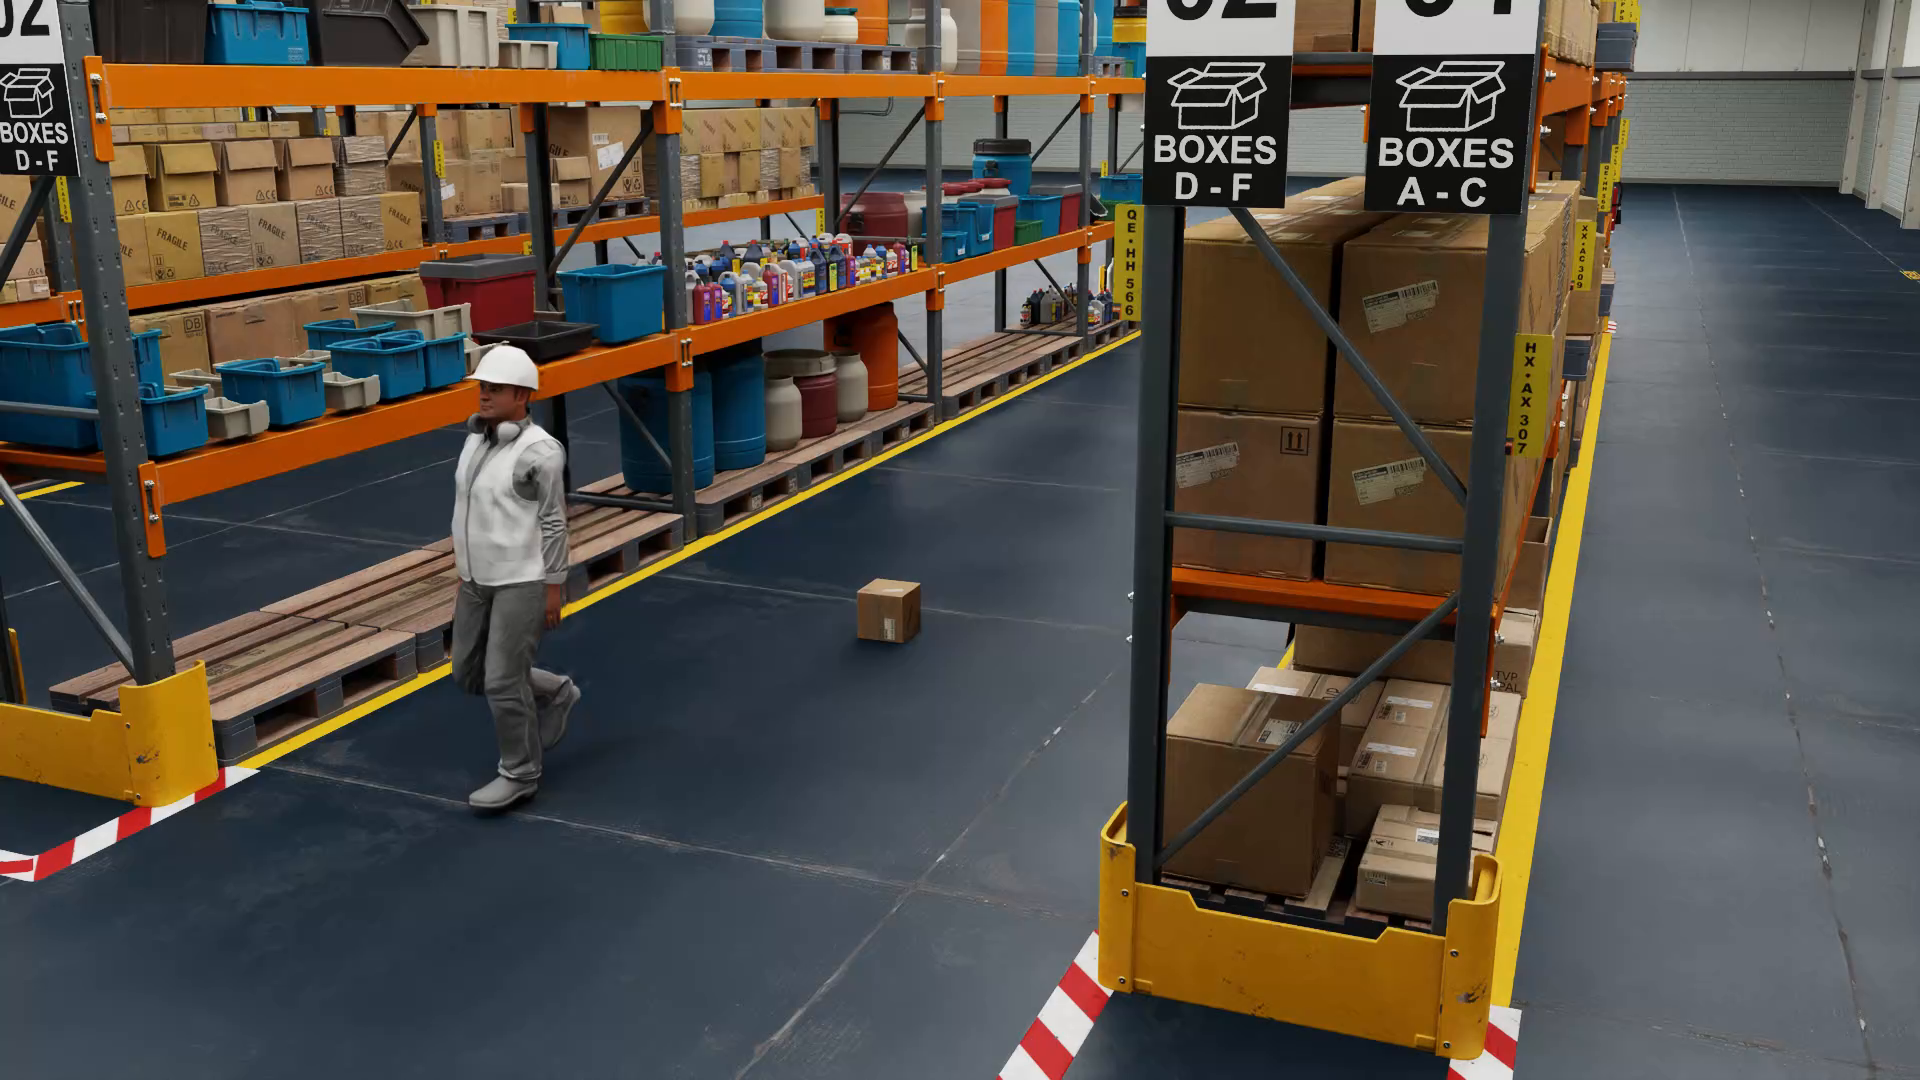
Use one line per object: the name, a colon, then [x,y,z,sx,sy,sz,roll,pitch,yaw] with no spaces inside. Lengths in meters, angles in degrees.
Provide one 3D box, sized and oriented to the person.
person: [-1.712,0.126,6.426,0.543,1.757,0.645,13,20,39]
